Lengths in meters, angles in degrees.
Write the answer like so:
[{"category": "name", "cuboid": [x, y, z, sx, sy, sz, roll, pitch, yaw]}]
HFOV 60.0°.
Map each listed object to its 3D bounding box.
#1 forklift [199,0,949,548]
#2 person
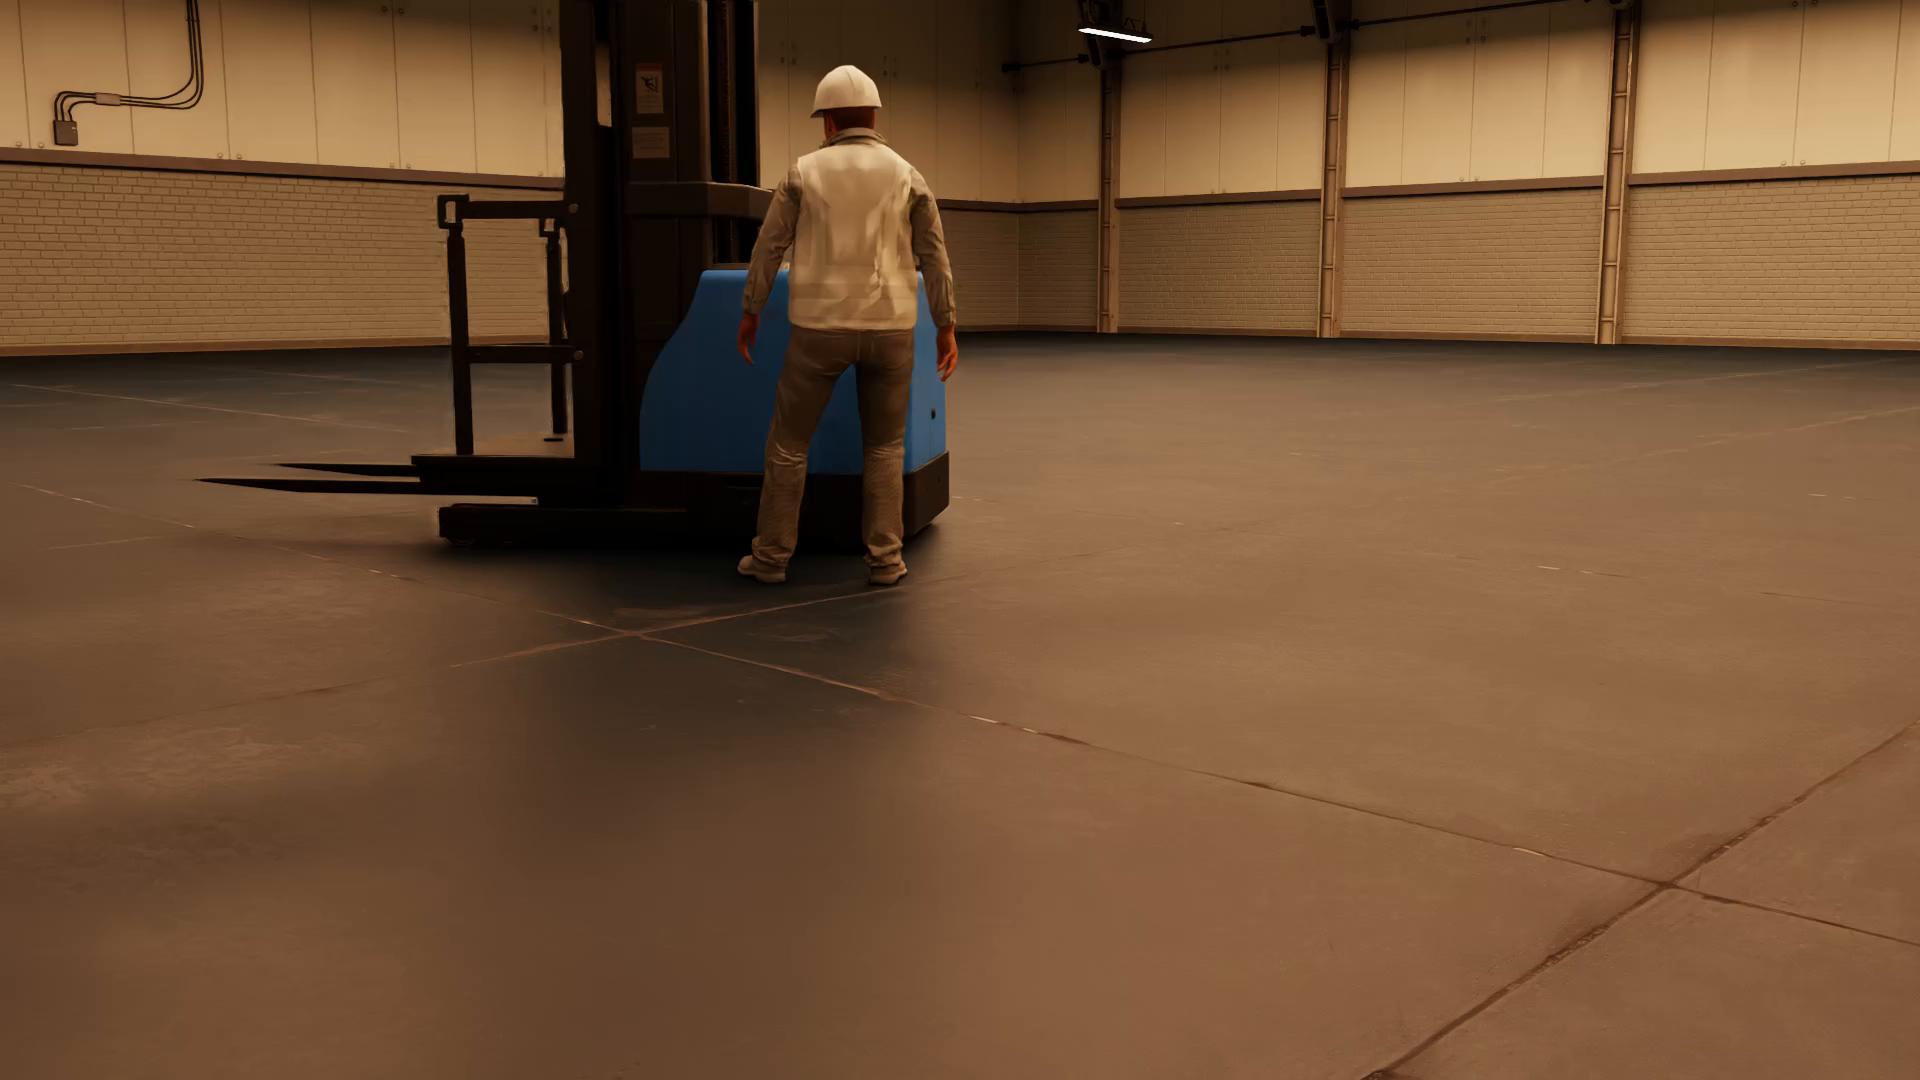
[{"category": "forklift", "cuboid": [-1.609, -1.496, 6.809, 3.031, 2.935, 1.130, 1, 9, 8]}, {"category": "person", "cuboid": [-0.391, -0.733, 5.716, 0.764, 1.748, 0.421, -1, 9, -10]}]
